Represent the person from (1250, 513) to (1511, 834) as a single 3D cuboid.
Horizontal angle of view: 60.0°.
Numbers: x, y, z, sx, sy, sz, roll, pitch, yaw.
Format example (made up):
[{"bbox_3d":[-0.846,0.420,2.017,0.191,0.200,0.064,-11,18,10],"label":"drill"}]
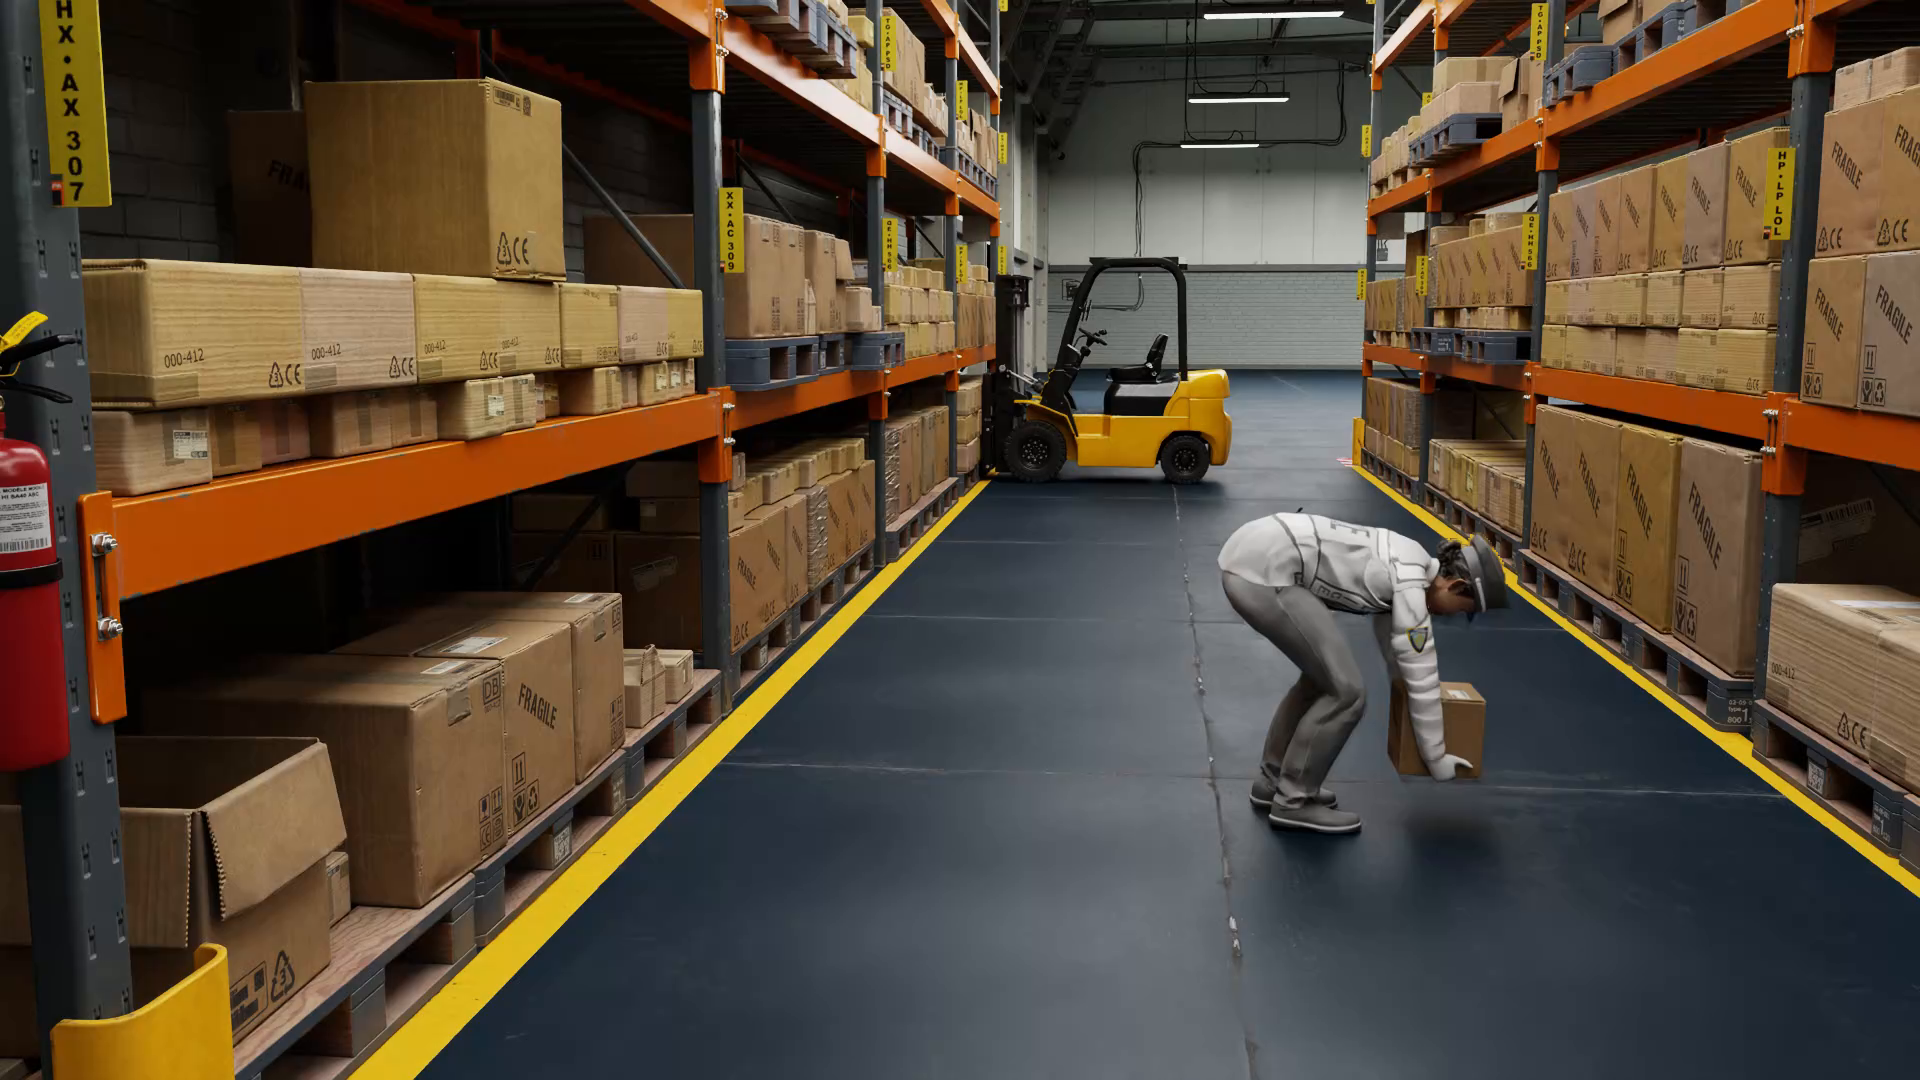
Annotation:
[{"bbox_3d":[1.337,0.411,5.279,0.782,0.990,0.378,1,8,4],"label":"person"}]
